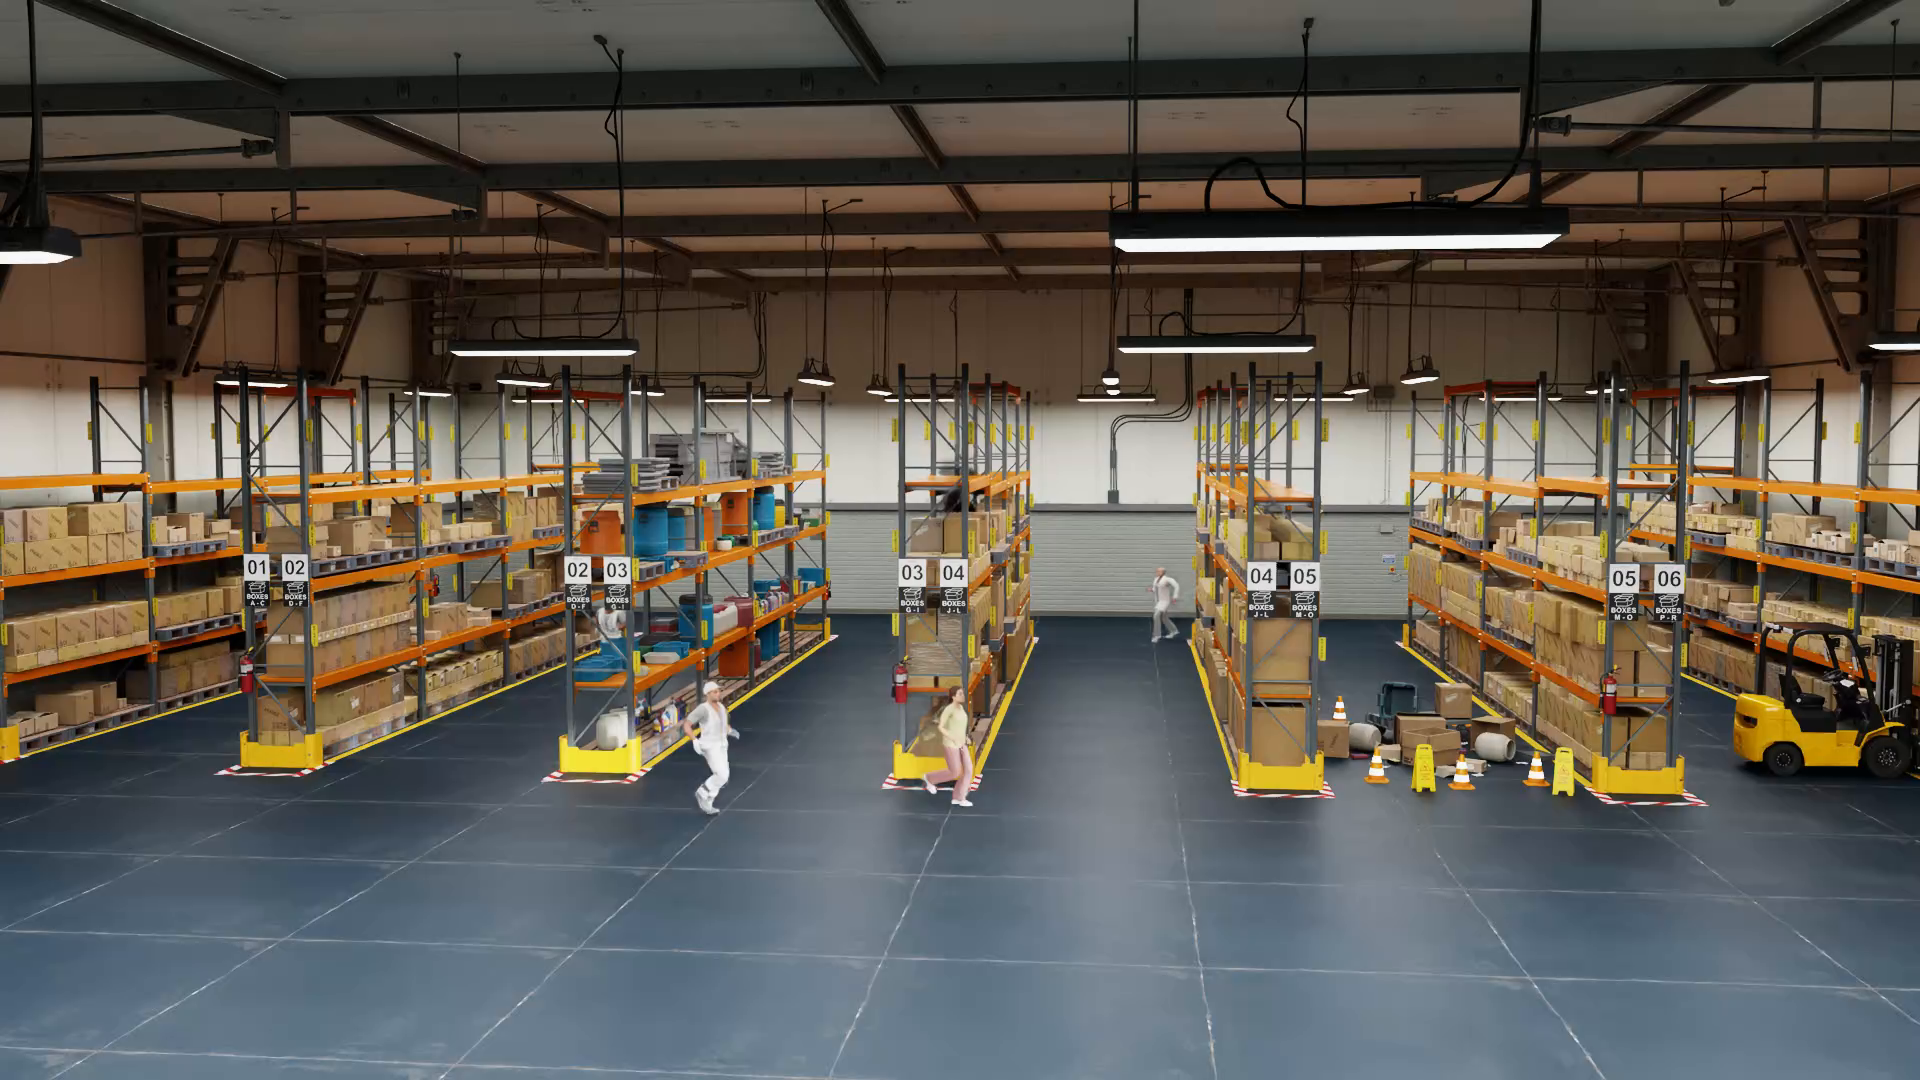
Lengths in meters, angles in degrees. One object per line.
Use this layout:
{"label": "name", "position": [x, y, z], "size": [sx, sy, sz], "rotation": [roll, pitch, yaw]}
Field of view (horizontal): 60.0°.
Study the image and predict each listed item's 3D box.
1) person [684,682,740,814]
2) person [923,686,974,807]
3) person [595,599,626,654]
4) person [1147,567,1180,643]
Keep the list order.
{"label": "person", "position": [-3.177, 2.723, 21.718], "size": [0.603, 1.739, 0.664], "rotation": [2, 4, 30]}
{"label": "person", "position": [-0.142, 2.760, 22.404], "size": [0.720, 1.621, 0.572], "rotation": [2, 4, 32]}
{"label": "person", "position": [-6.951, 1.988, 33.091], "size": [0.711, 1.795, 1.037], "rotation": [0, 4, 4]}
{"label": "person", "position": [4.915, 1.555, 40.094], "size": [0.936, 1.821, 0.725], "rotation": [-2, 4, -27]}
